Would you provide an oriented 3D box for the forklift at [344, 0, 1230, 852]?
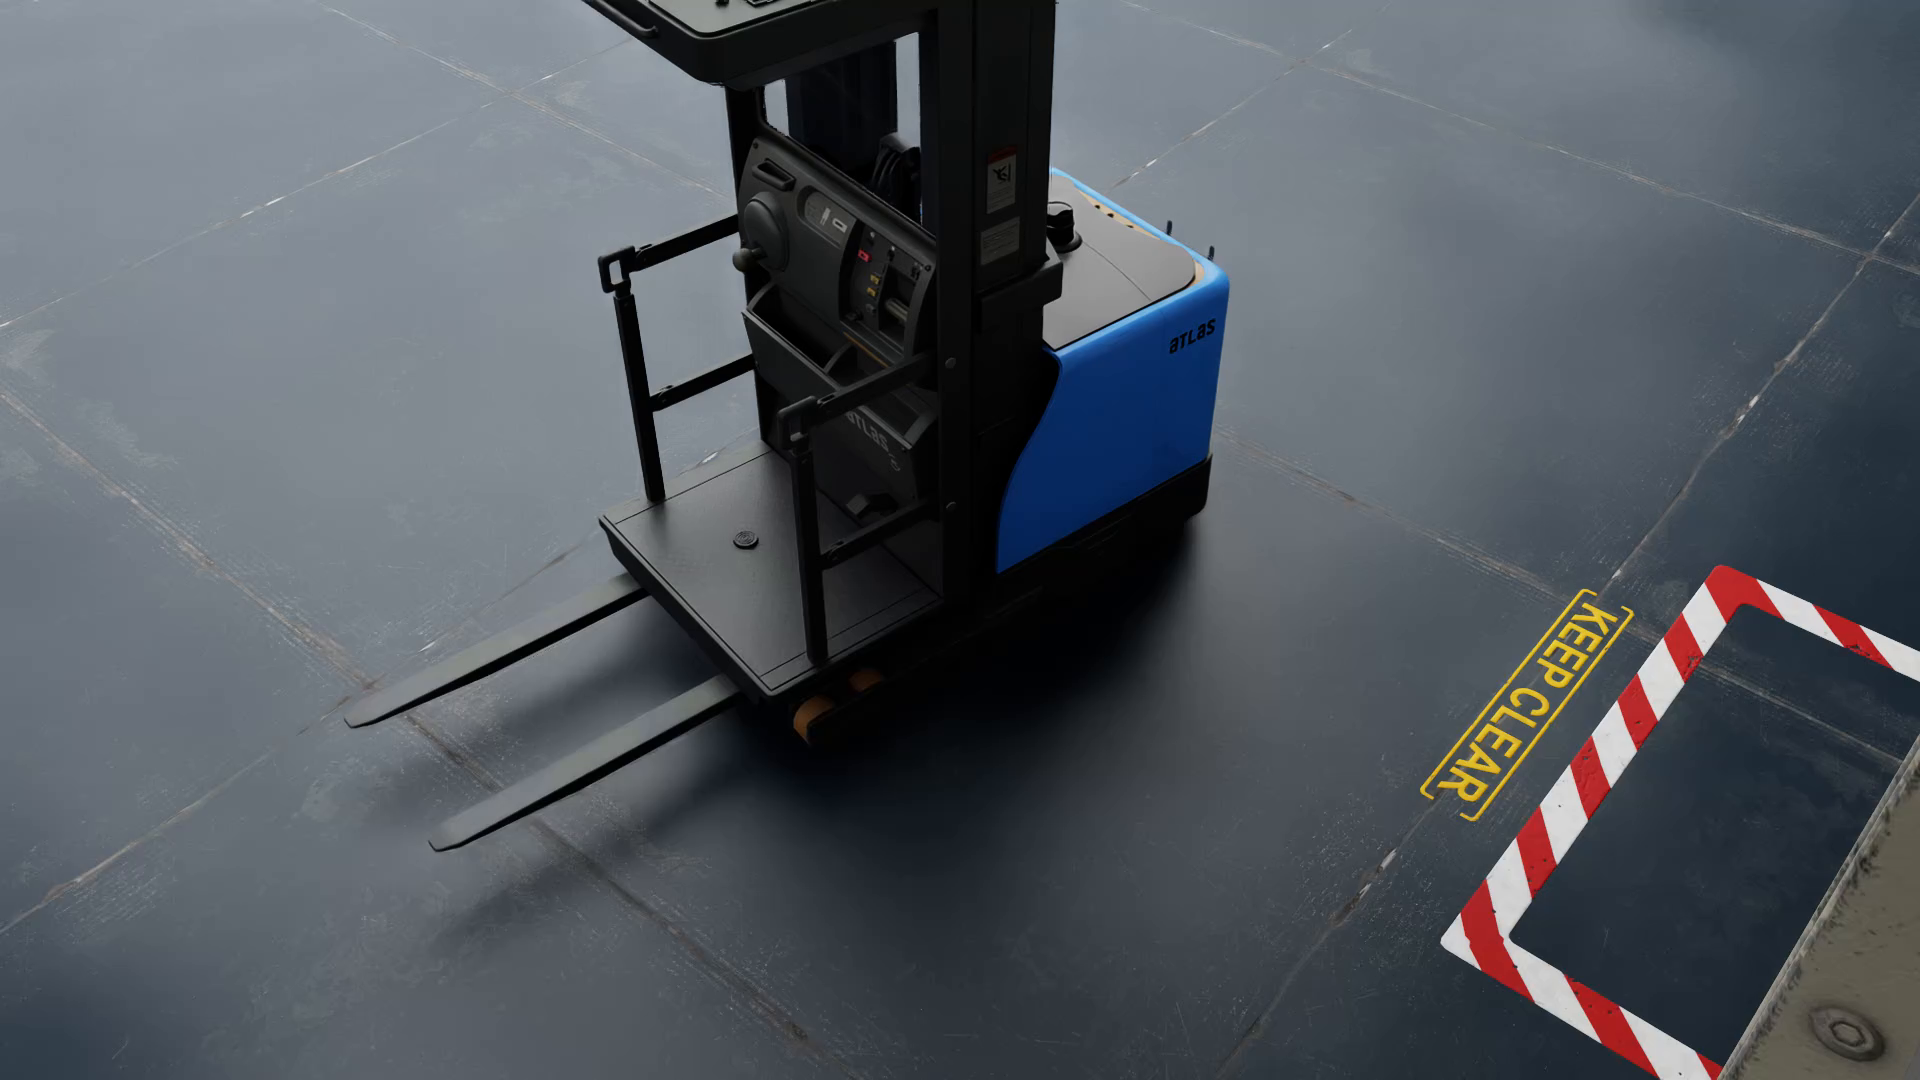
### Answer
[{"bbox_3d":[-0.547,-0.819,4.894,3.031,2.935,1.130,-28,49,-27],"label":"forklift"}]

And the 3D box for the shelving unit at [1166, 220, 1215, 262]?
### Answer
[{"bbox_3d":[0.754,-0.738,6.310,0.210,0.900,0.258,-27,49,-29],"label":"shelving unit"}]

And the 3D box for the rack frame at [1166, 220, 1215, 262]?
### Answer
[{"bbox_3d":[0.834,-0.779,6.359,0.006,0.900,0.240,-27,49,-29],"label":"rack frame"}]
